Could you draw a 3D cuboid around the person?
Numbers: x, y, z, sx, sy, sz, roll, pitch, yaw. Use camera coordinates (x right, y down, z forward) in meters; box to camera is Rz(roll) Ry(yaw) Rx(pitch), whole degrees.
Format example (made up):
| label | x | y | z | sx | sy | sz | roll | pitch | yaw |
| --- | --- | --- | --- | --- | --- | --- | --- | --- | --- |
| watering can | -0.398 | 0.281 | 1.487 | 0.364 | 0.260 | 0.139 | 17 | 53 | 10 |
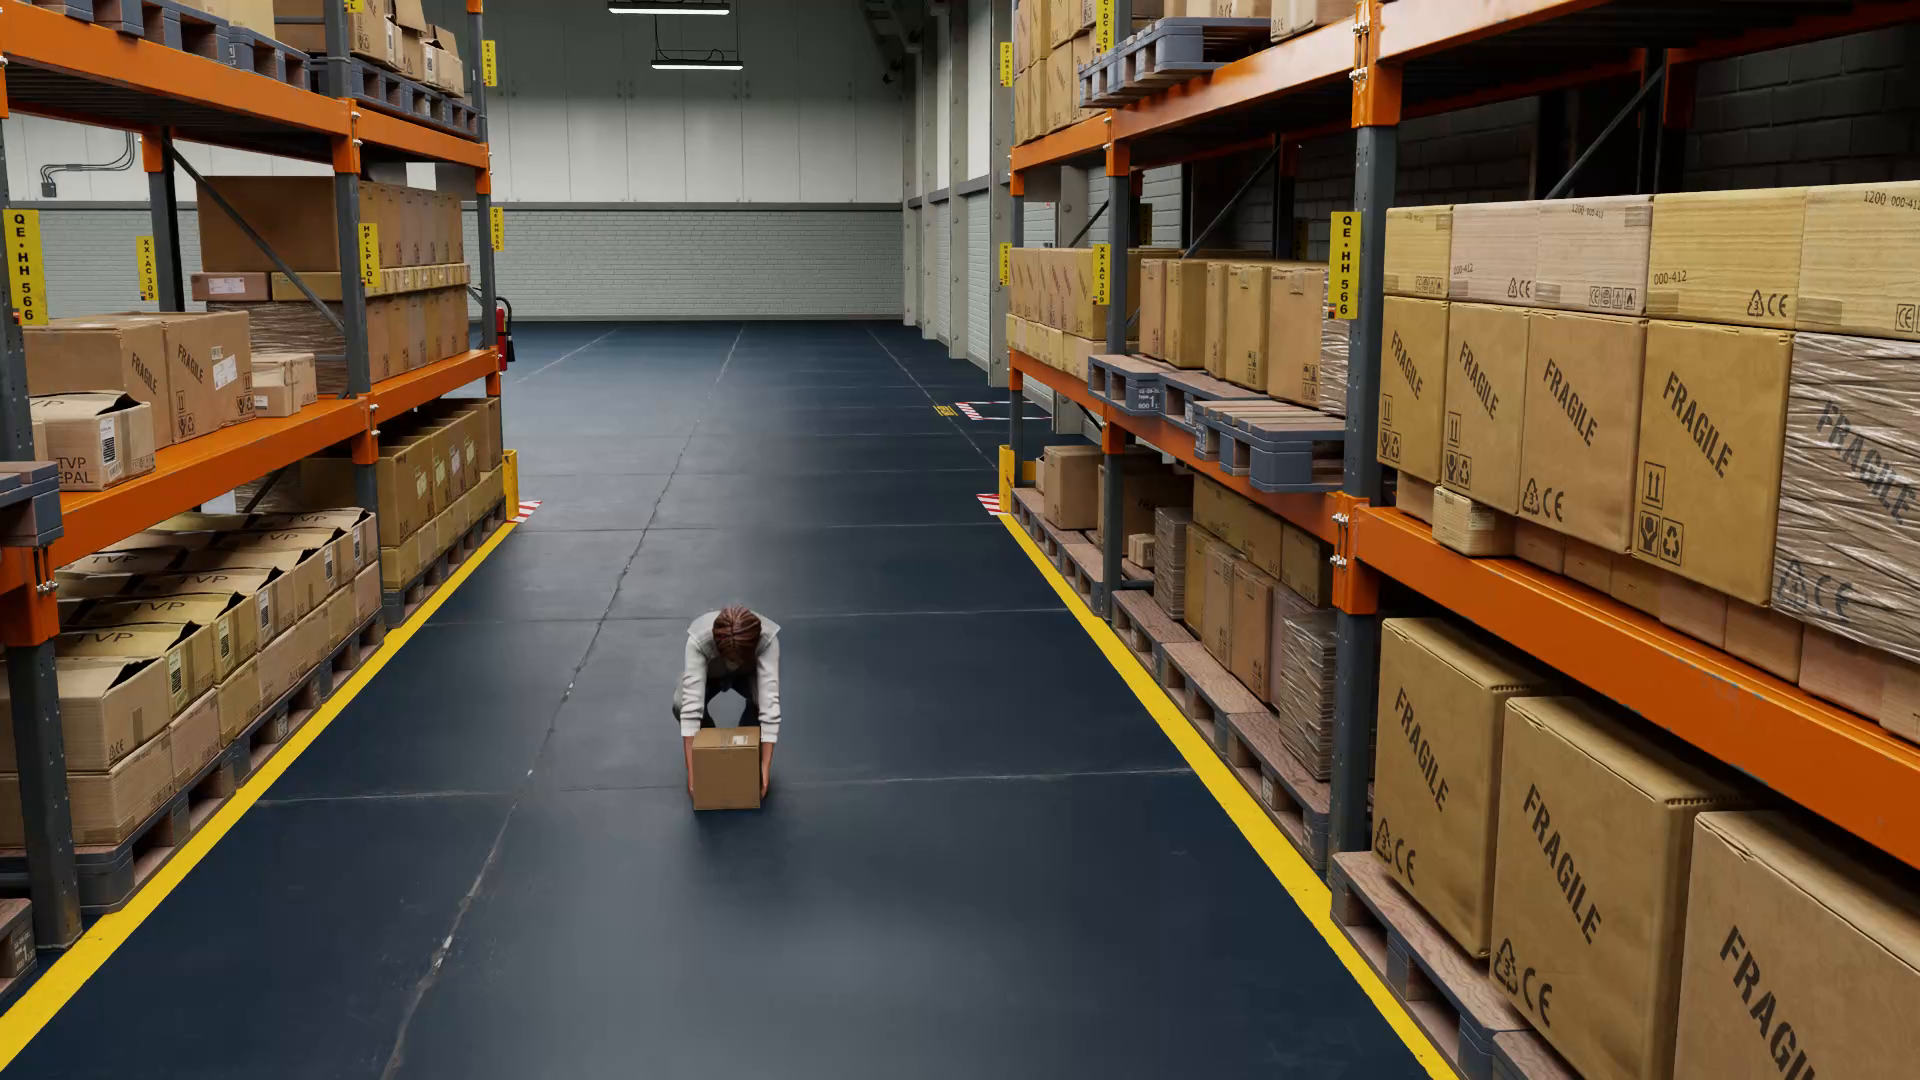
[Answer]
| label | x | y | z | sx | sy | sz | roll | pitch | yaw |
| --- | --- | --- | --- | --- | --- | --- | --- | --- | --- |
| person | -0.937 | 0.144 | 6.656 | 0.375 | 1.598 | 0.508 | -1 | 10 | -7 |
